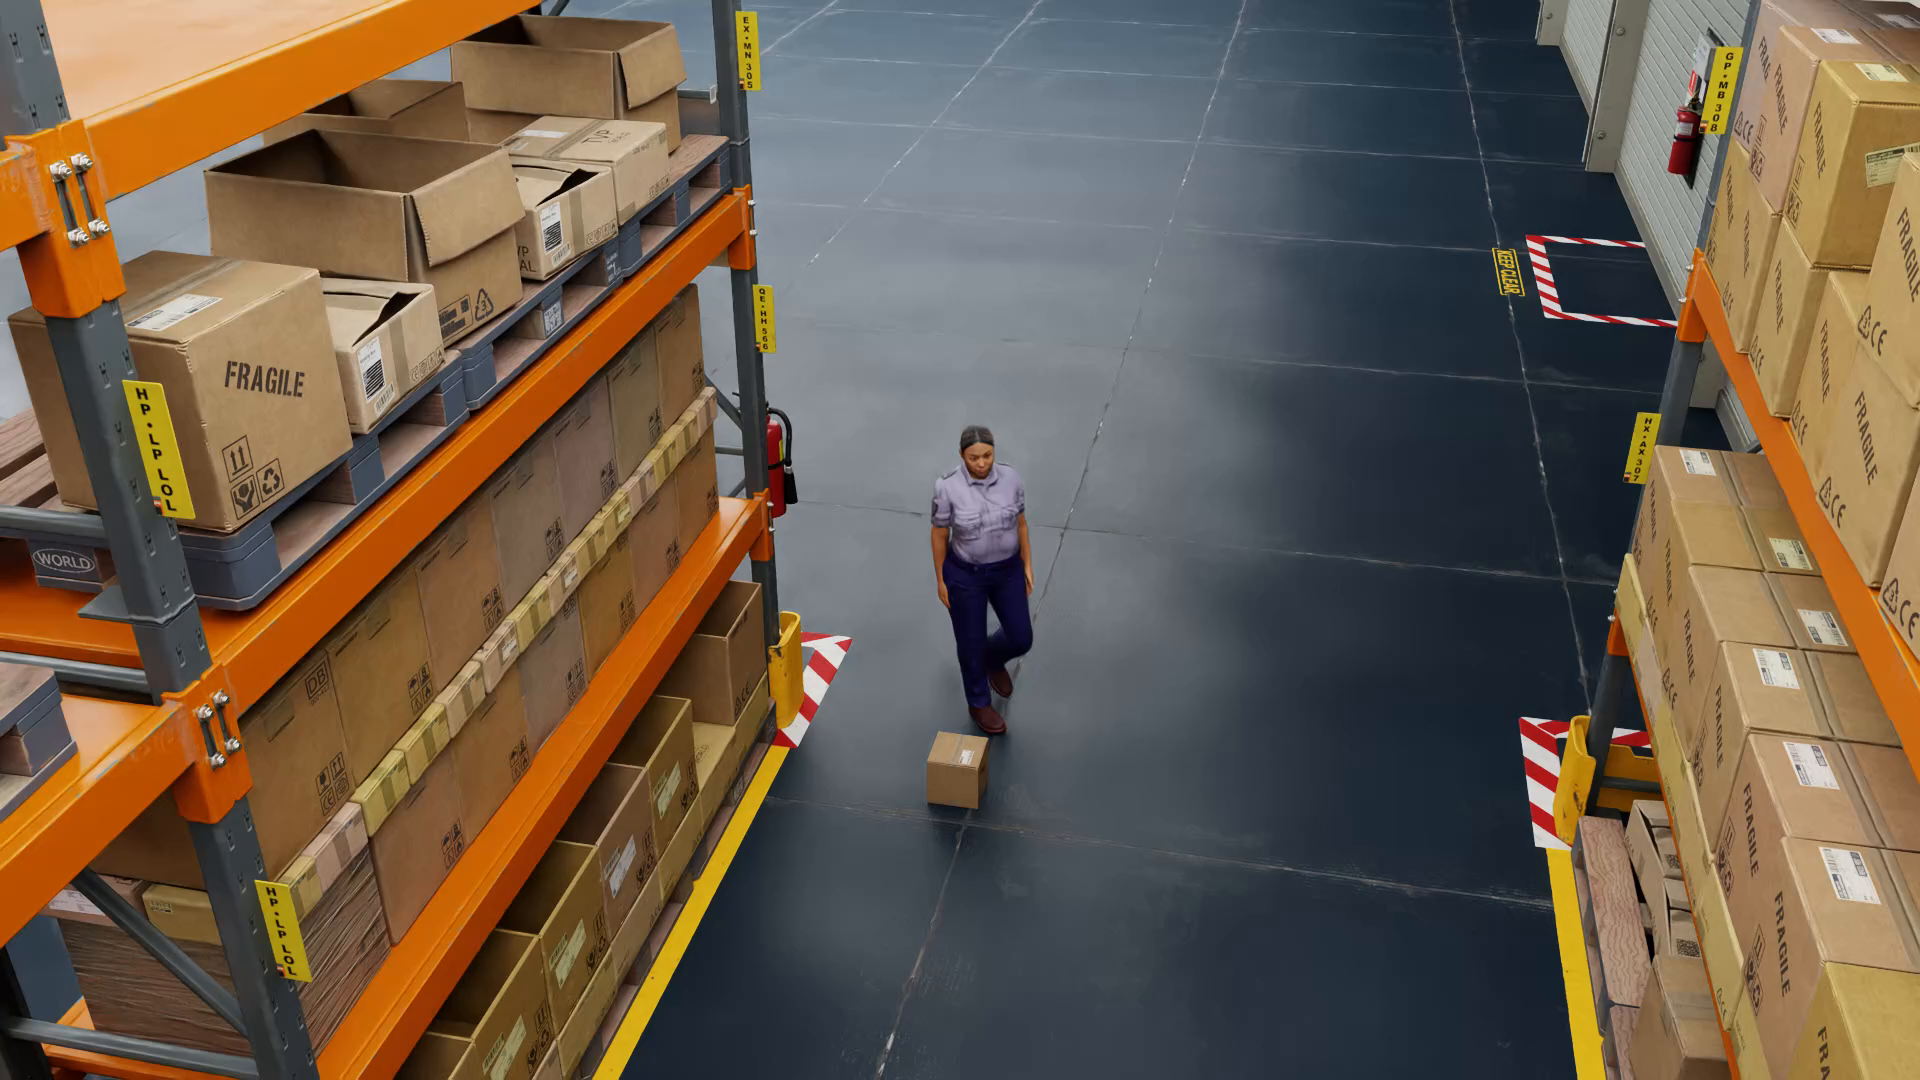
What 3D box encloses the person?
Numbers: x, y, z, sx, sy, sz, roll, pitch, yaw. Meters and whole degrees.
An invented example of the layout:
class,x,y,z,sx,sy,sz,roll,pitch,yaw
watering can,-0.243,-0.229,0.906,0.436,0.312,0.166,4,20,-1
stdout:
class,x,y,z,sx,sy,sz,roll,pitch,yaw
person,0.112,0.167,8.306,0.499,1.644,0.517,-11,31,-18
